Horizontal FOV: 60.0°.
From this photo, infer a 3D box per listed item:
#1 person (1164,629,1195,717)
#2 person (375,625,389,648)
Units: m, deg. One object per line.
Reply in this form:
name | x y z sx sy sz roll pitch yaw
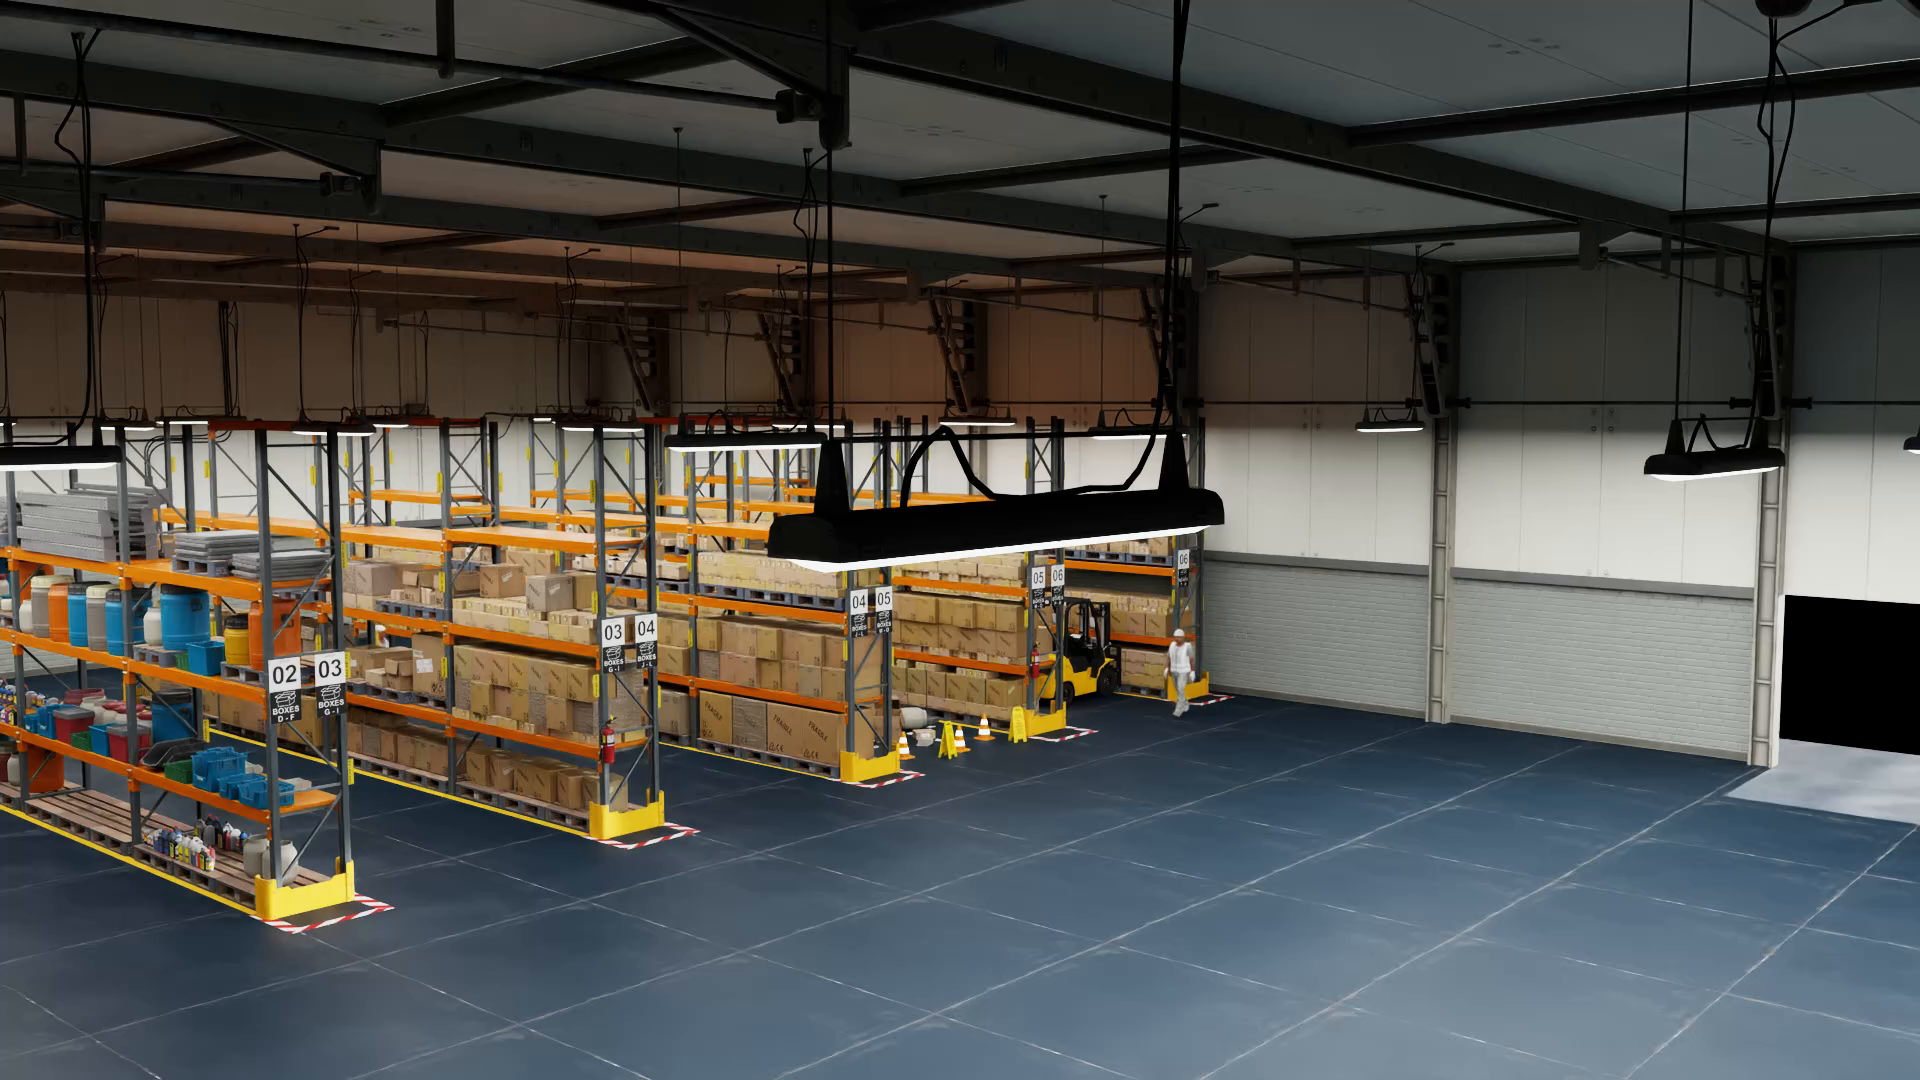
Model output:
person | 4.425 2.671 33.609 0.554 1.768 0.884 5 7 44
person | -11.888 2.606 34.160 1.068 1.725 0.510 4 6 43
